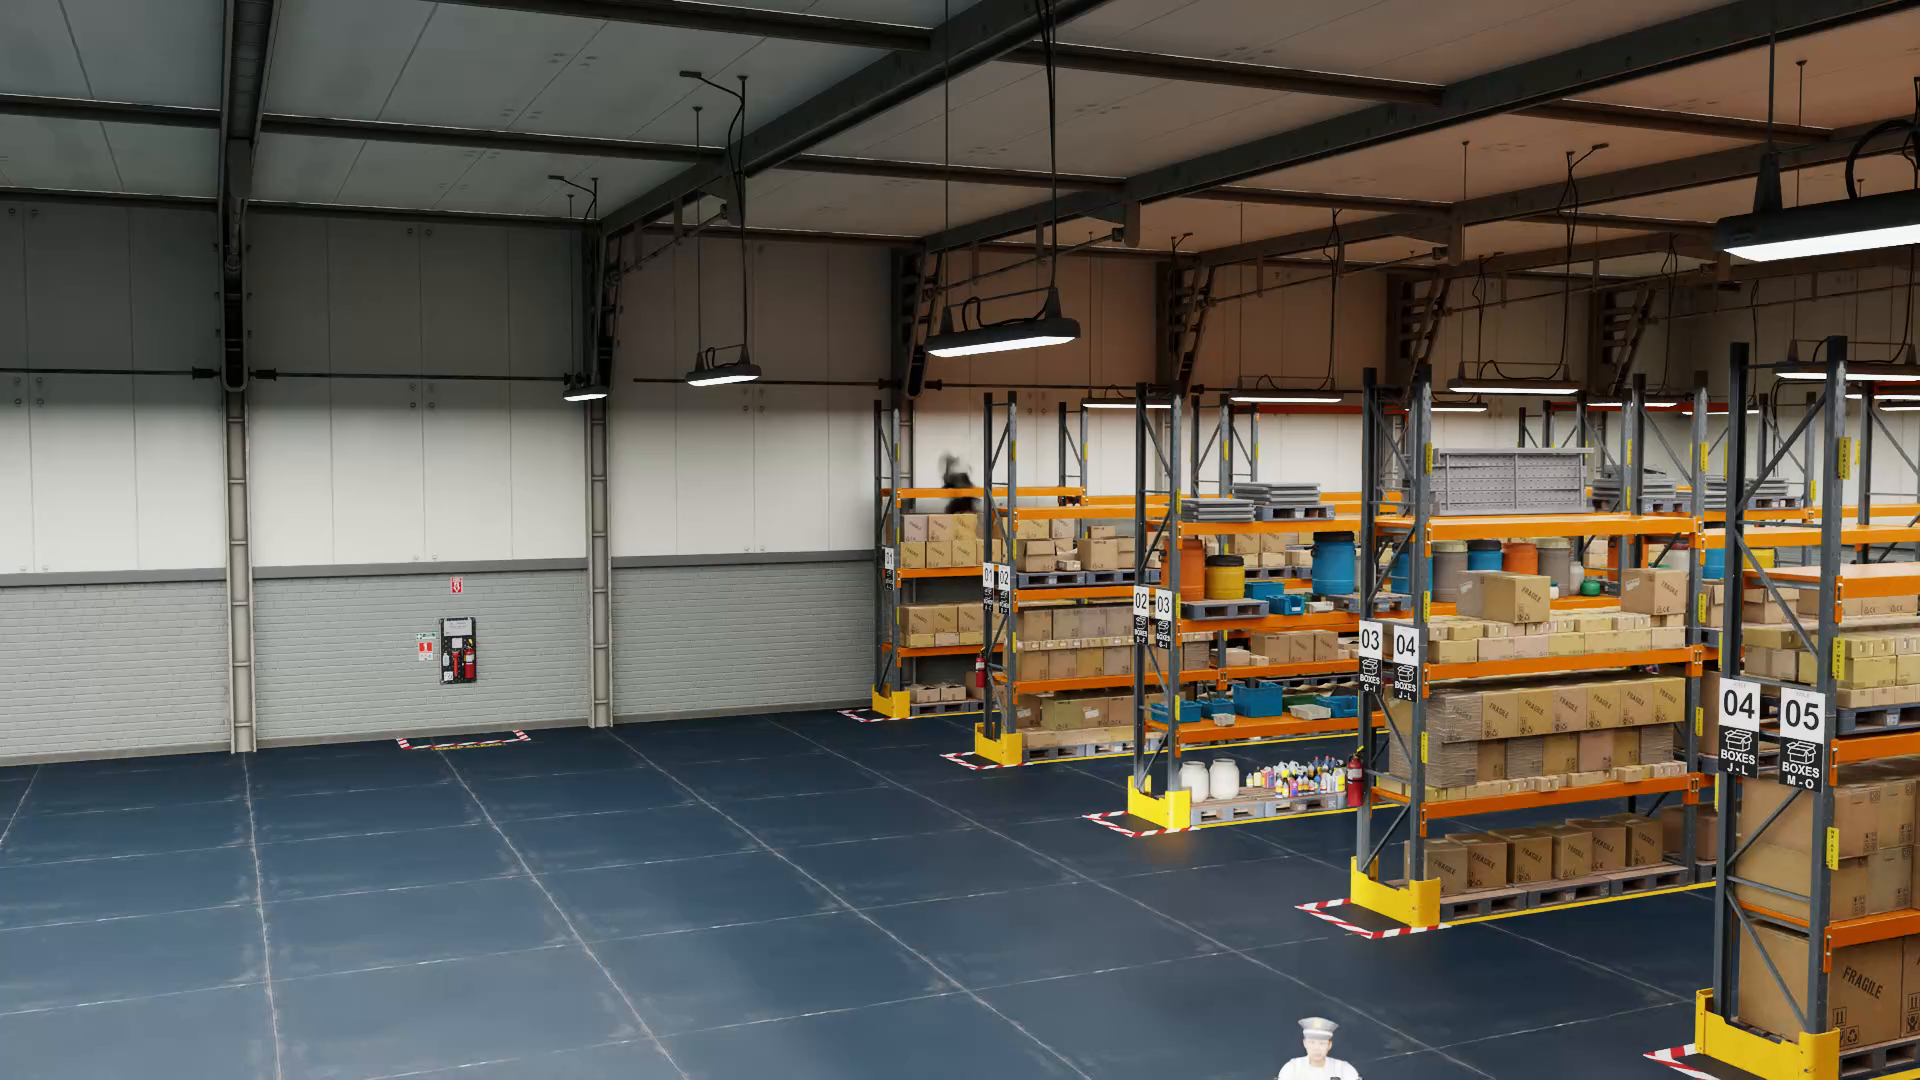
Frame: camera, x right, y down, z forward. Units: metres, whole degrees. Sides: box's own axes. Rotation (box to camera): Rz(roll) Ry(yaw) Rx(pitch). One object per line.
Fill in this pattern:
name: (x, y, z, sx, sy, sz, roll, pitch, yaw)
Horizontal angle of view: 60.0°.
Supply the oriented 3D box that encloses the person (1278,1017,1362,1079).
person: (2.193, 3.739, 10.154, 0.597, 1.654, 0.569, 1, 4, 19)
